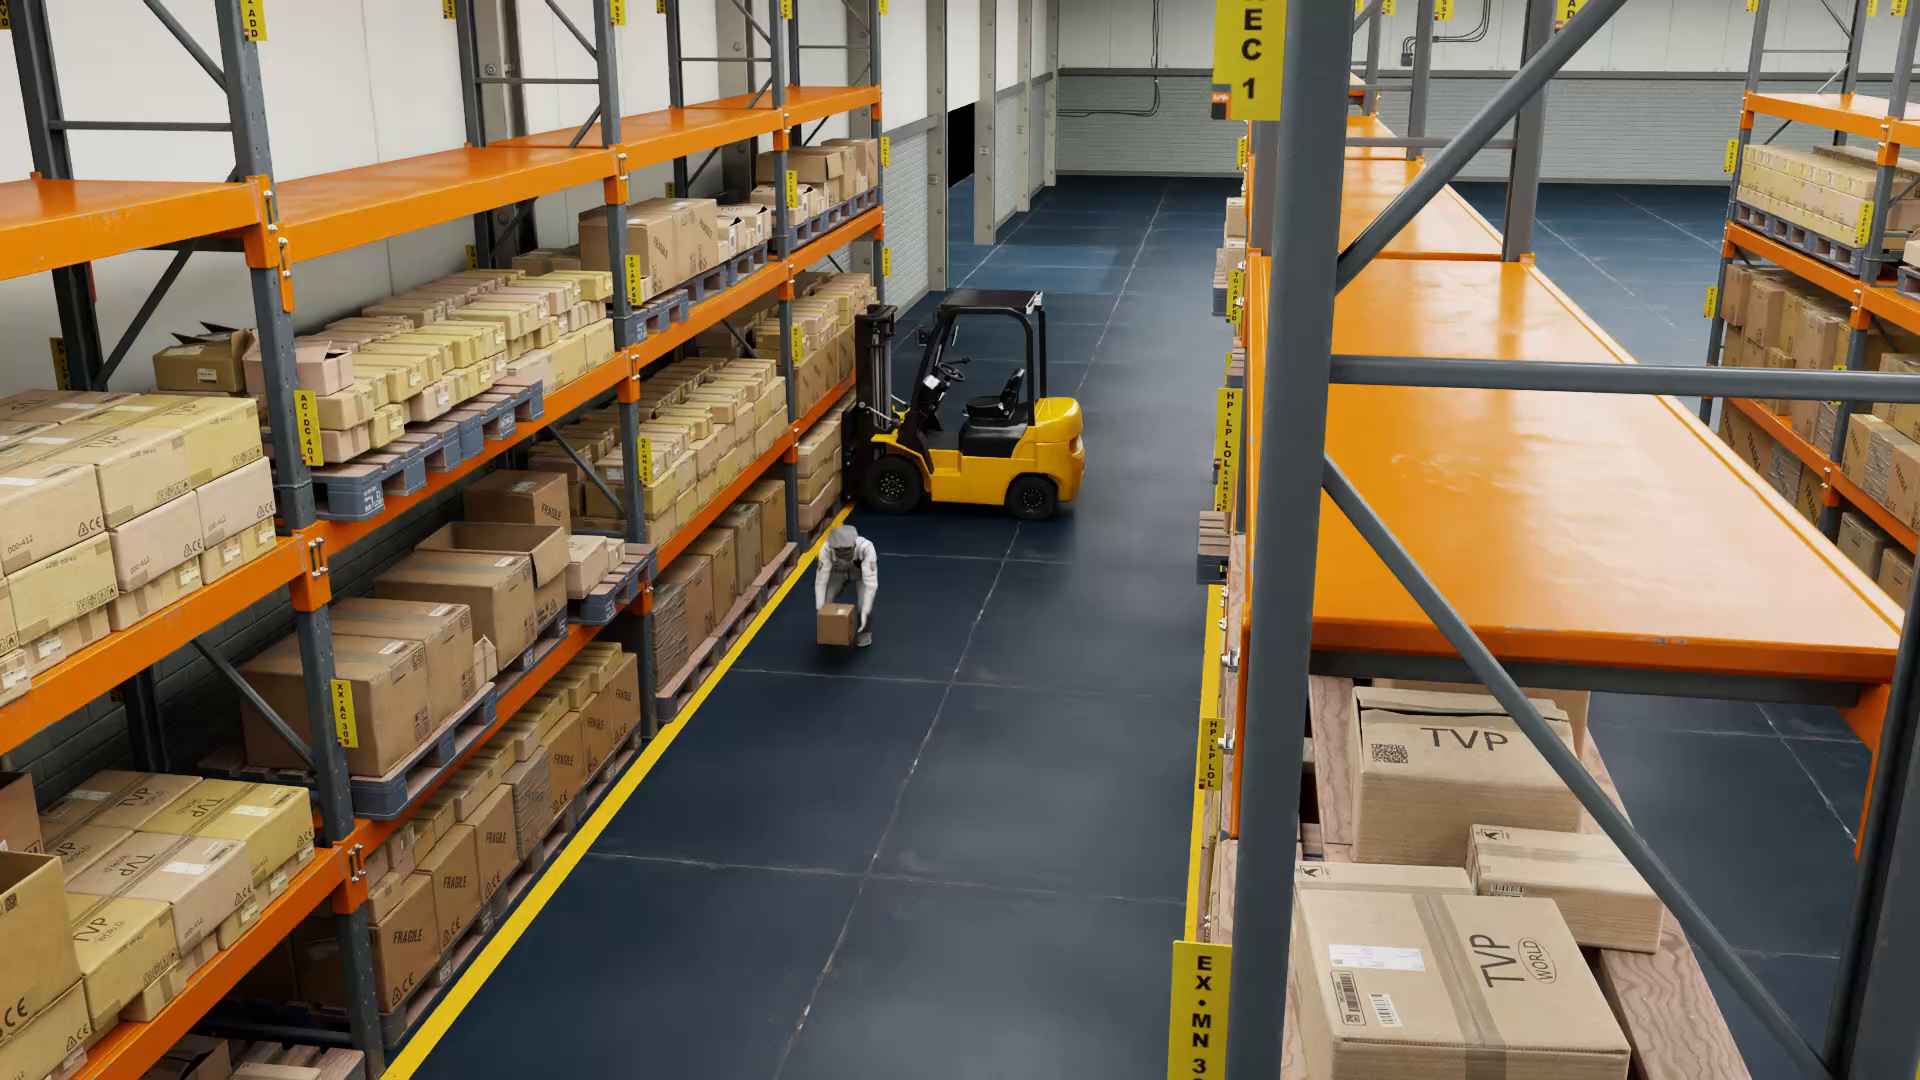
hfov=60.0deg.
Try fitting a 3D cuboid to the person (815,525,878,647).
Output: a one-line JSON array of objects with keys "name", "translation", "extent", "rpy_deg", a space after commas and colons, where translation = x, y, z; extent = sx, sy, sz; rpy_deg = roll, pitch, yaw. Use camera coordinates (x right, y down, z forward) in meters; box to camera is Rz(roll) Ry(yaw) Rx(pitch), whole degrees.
[{"name": "person", "translation": [-0.882, 0.342, 13.369], "extent": [0.507, 1.094, 0.812], "rpy_deg": [3, 18, 9]}]
